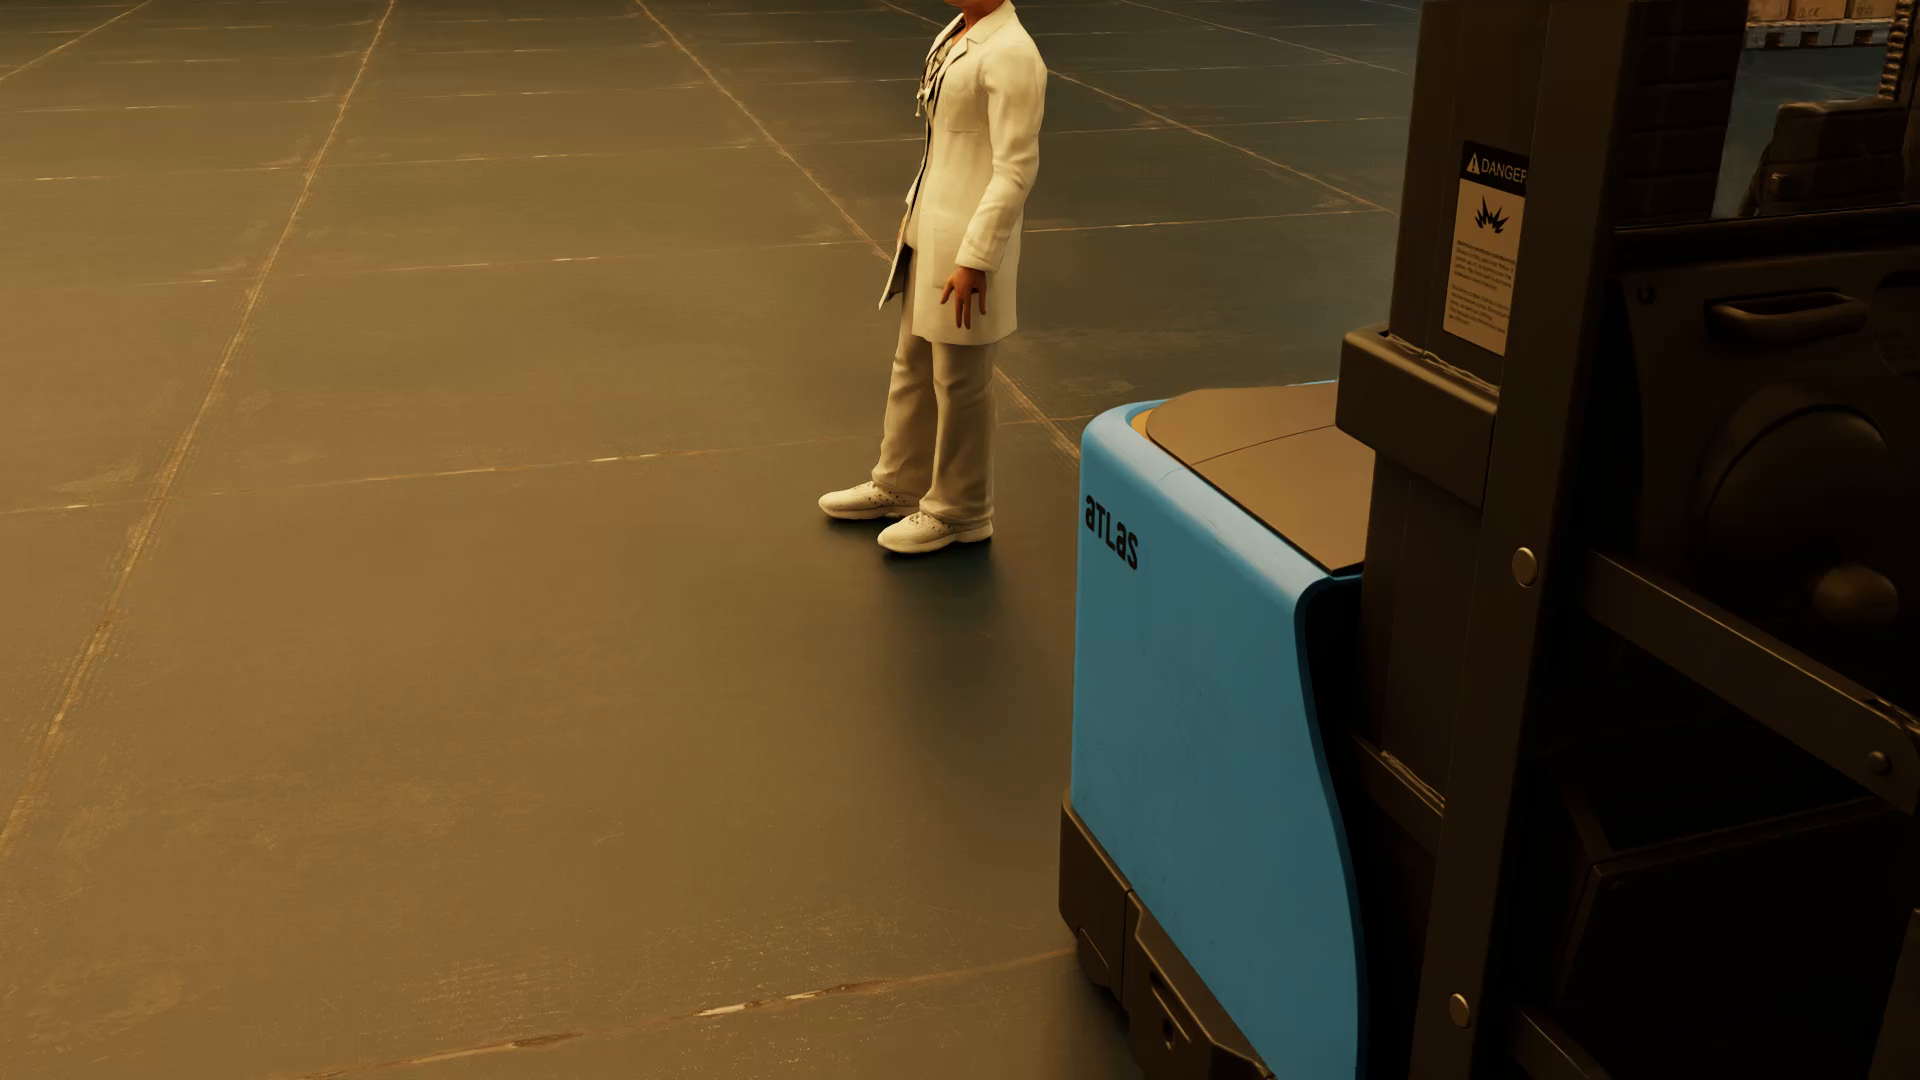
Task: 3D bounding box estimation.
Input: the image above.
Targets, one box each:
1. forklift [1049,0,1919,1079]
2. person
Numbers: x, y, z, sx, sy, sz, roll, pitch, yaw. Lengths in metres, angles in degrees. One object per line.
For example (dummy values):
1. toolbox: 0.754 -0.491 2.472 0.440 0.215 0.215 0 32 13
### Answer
1. forklift: 1.137 -0.126 1.607 1.130 2.935 3.031 -8 24 -18
2. person: -0.088 -0.817 4.685 0.581 1.775 0.694 -6 24 -14
